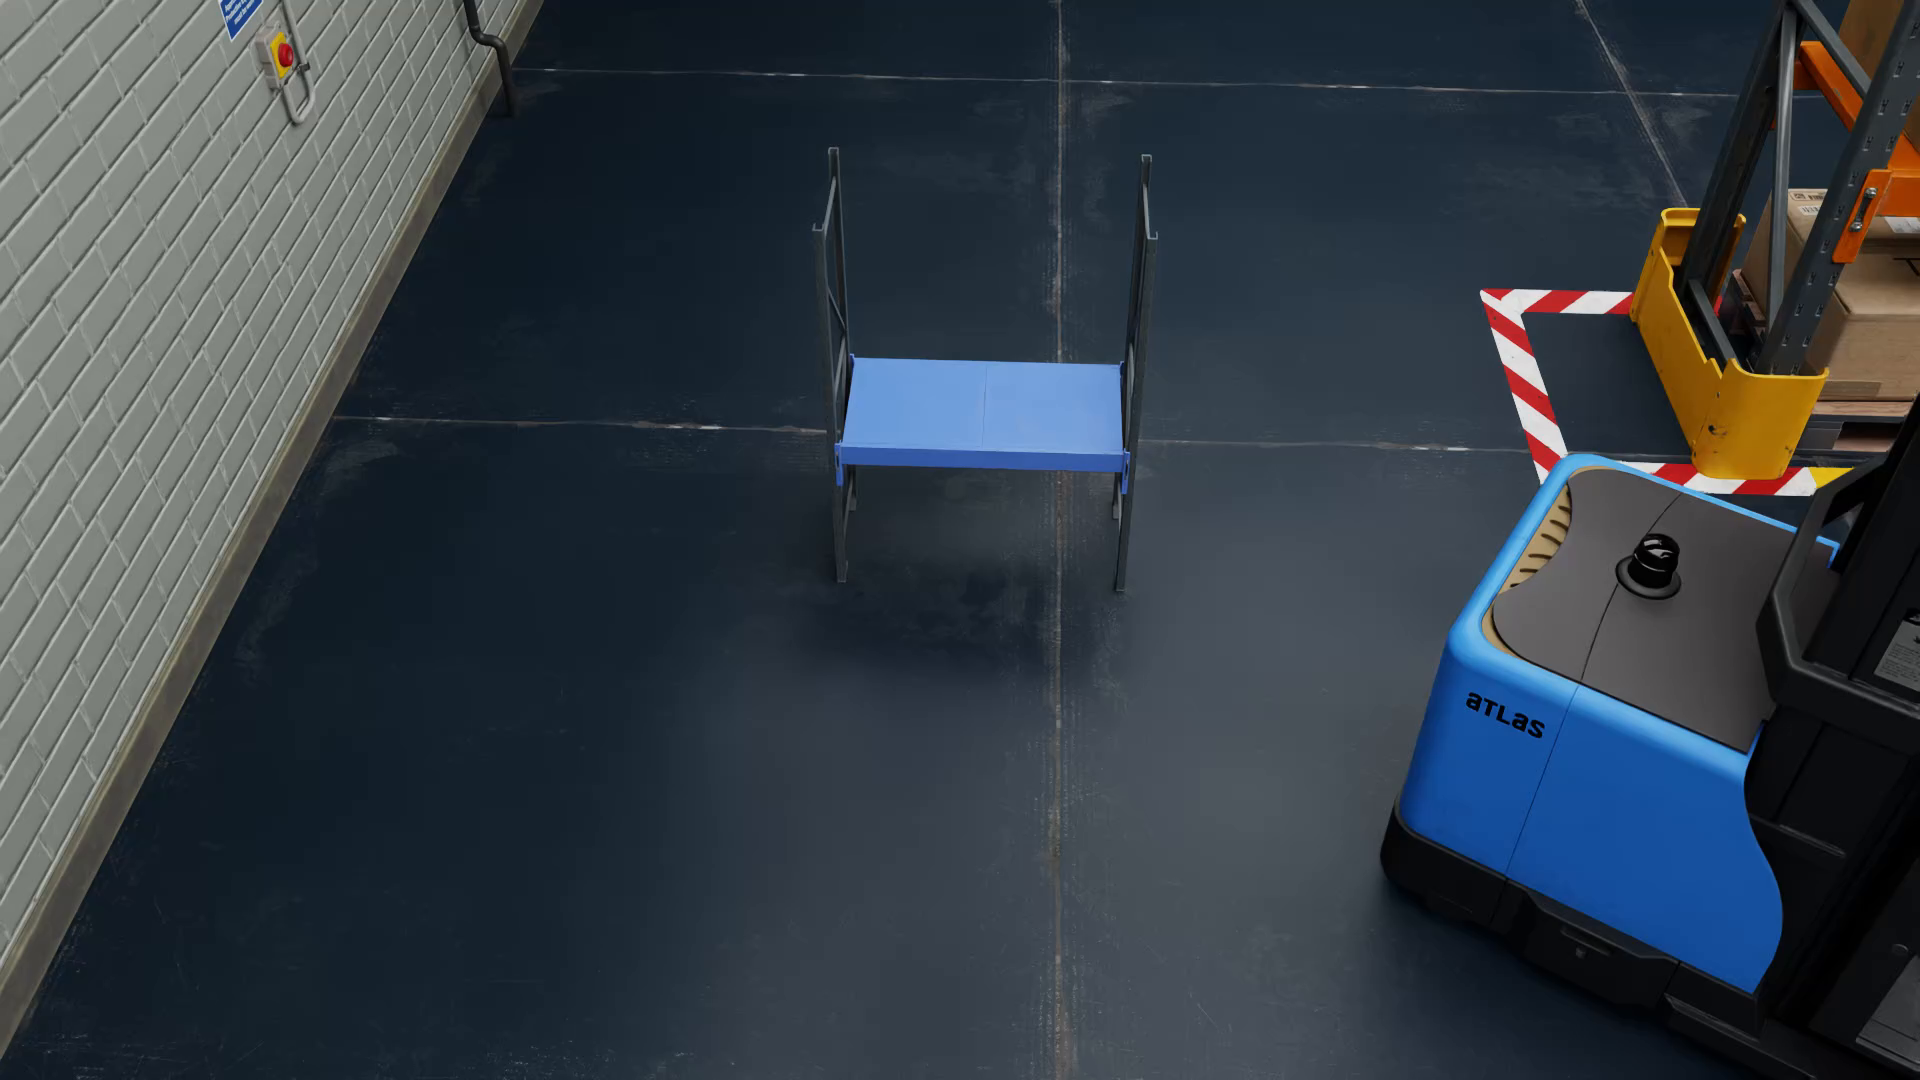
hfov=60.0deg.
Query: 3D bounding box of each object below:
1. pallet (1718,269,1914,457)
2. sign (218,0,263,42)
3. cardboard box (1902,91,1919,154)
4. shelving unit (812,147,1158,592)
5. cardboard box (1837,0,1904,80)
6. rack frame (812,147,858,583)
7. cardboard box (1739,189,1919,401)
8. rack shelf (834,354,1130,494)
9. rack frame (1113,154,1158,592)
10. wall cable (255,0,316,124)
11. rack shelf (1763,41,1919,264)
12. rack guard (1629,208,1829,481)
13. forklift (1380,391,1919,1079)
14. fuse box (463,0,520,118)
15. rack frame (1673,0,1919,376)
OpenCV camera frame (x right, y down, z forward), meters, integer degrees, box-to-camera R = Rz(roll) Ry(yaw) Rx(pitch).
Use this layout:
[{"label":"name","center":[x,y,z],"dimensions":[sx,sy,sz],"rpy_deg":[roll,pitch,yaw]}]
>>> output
[{"label":"pallet","center":[3.919,-0.740,6.889],"dimensions":[1.213,0.211,1.003],"rpy_deg":[2,43,2]},{"label":"sign","center":[-2.581,-1.957,5.951],"dimensions":[0.001,0.218,0.327],"rpy_deg":[2,43,2]},{"label":"cardboard box","center":[3.583,-1.558,5.648],"dimensions":[0.500,0.500,0.500],"rpy_deg":[1,43,2]},{"label":"shelving unit","center":[0.085,-0.546,5.736],"dimensions":[1.048,1.500,0.538],"rpy_deg":[2,43,2]},{"label":"cardboard box","center":[3.610,-1.934,6.052],"dimensions":[0.500,0.500,0.500],"rpy_deg":[2,43,2]},{"label":"rack frame","center":[-0.423,-0.562,5.753],"dimensions":[0.032,1.500,0.500],"rpy_deg":[2,43,2]},{"label":"cardboard box","center":[3.780,-0.996,6.690],"dimensions":[0.875,0.438,0.875],"rpy_deg":[0,43,0]},{"label":"rack shelf","center":[0.085,-0.415,5.859],"dimensions":[1.000,0.185,0.538],"rpy_deg":[2,43,2]},{"label":"rack frame","center":[0.593,-0.531,5.719],"dimensions":[0.032,1.500,0.500],"rpy_deg":[2,43,2]},{"label":"wall cable","center":[-2.517,-2.272,5.720],"dimensions":[0.123,1.953,0.585],"rpy_deg":[2,43,2]},{"label":"rack shelf","center":[5.115,-1.407,6.087],"dimensions":[4.000,0.370,1.077],"rpy_deg":[2,43,2]},{"label":"rack guard","center":[3.093,-0.818,6.761],"dimensions":[0.348,0.500,1.175],"rpy_deg":[2,43,2]},{"label":"forklift","center":[2.795,0.263,3.817],"dimensions":[3.031,2.935,1.130],"rpy_deg":[25,48,24]},{"label":"fuse box","center":[-2.277,-2.843,8.047],"dimensions":[0.414,1.711,0.539],"rpy_deg":[2,43,2]},{"label":"rack frame","center":[3.117,-1.732,5.908],"dimensions":[0.127,3.000,1.000],"rpy_deg":[2,43,2]}]
